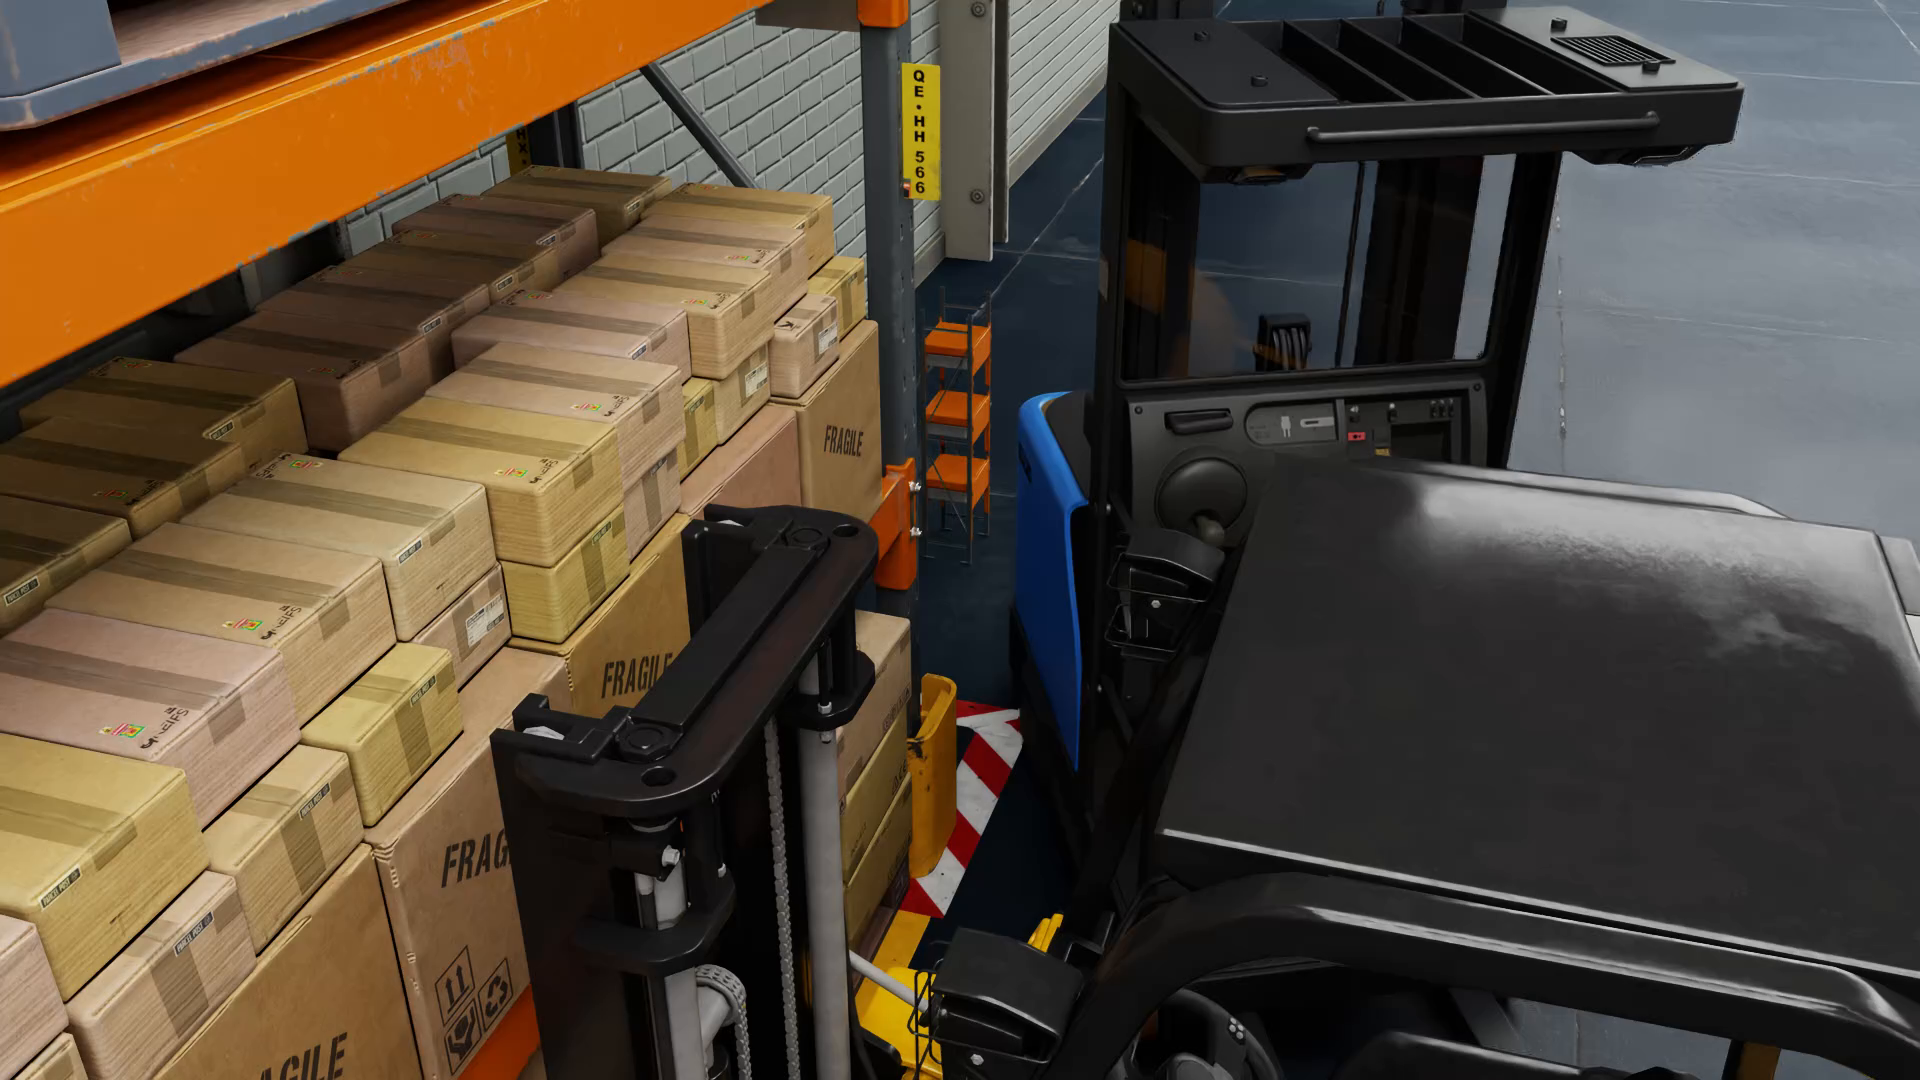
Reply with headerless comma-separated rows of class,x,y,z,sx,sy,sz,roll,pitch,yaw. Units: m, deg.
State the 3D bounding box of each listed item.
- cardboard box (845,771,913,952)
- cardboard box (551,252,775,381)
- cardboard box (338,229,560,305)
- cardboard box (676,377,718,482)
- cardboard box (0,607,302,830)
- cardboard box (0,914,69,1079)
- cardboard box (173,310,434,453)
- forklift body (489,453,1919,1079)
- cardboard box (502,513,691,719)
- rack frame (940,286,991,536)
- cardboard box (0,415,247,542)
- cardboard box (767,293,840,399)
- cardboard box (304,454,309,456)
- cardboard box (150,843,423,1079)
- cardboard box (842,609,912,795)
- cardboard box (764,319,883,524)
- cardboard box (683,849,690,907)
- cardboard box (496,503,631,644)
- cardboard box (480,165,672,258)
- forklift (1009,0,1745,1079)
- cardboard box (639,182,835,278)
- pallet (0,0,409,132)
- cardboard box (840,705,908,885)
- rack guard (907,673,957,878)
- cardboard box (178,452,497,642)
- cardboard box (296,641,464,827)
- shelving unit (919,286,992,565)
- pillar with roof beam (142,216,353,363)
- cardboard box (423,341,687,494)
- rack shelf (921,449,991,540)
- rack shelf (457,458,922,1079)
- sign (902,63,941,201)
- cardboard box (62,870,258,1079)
cardboard box,-0.446,0.833,4.564,0.500,0.250,0.500,9,30,15
cardboard box,-0.607,-0.465,3.424,0.380,0.149,0.250,9,30,16
cardboard box,-1.086,-0.539,3.557,0.380,0.149,0.250,9,30,16
cardboard box,-0.709,-0.226,3.301,0.380,0.149,0.250,8,30,15
cardboard box,-1.105,0.237,2.162,0.380,0.149,0.250,8,30,15
cardboard box,-1.177,0.488,1.711,0.380,0.149,0.250,9,30,16
cardboard box,-1.226,-0.300,3.127,0.380,0.149,0.250,9,30,16
forklift body,0.577,1.064,2.625,2.313,2.155,1.214,8,30,15
cardboard box,-0.815,0.252,3.109,0.500,0.500,0.500,8,30,14
rack frame,0.020,-0.491,6.552,0.200,1.050,0.008,8,30,15
cardboard box,-1.394,-0.066,2.706,0.380,0.149,0.250,9,30,15
cardboard box,-0.491,-0.452,3.707,0.380,0.149,0.250,9,30,16
cardboard box,-1.403,-0.068,3.016,0.380,0.149,0.250,10,30,17
cardboard box,-1.120,0.718,2.272,0.500,0.500,0.500,8,30,14
cardboard box,-0.447,0.391,4.330,0.500,0.250,0.500,10,30,17
cardboard box,-0.504,-0.226,3.968,0.500,0.500,0.500,8,30,14
cardboard box,-0.730,0.865,3.478,0.500,0.250,0.500,9,30,16
cardboard box,-0.797,0.025,2.850,0.380,0.149,0.250,9,30,15
cardboard box,-0.913,-0.780,3.991,0.380,0.149,0.250,8,30,14
forklift,0.915,-0.148,4.002,1.130,2.935,3.031,-4,29,-8
cardboard box,-0.514,-0.709,3.864,0.380,0.149,0.250,9,30,15
pallet,-1.199,-0.827,2.157,1.003,0.211,1.213,8,30,15
cardboard box,-0.454,0.622,4.429,0.500,0.250,0.500,8,30,14
rack guard,-0.603,0.632,5.099,1.175,0.500,0.348,8,30,15
cardboard box,-0.959,0.004,2.581,0.380,0.149,0.250,9,30,16
cardboard box,-0.966,0.257,2.433,0.380,0.149,0.250,8,30,14
shelving unit,-0.016,-0.434,6.450,0.215,1.050,0.252,8,30,15
pillar with roof beam,2.439,-2.261,1.558,9.100,9.000,0.400,8,30,15
cardboard box,-0.722,-0.223,2.989,0.380,0.149,0.250,9,30,16
rack shelf,-0.016,-0.182,6.590,0.215,0.259,0.240,8,30,15
rack shelf,-1.197,0.795,2.975,1.077,0.370,4.000,8,30,15
sign,-0.096,-0.974,3.981,0.100,0.325,0.005,8,30,15
cardboard box,-1.093,0.501,1.994,0.380,0.149,0.250,8,30,14
